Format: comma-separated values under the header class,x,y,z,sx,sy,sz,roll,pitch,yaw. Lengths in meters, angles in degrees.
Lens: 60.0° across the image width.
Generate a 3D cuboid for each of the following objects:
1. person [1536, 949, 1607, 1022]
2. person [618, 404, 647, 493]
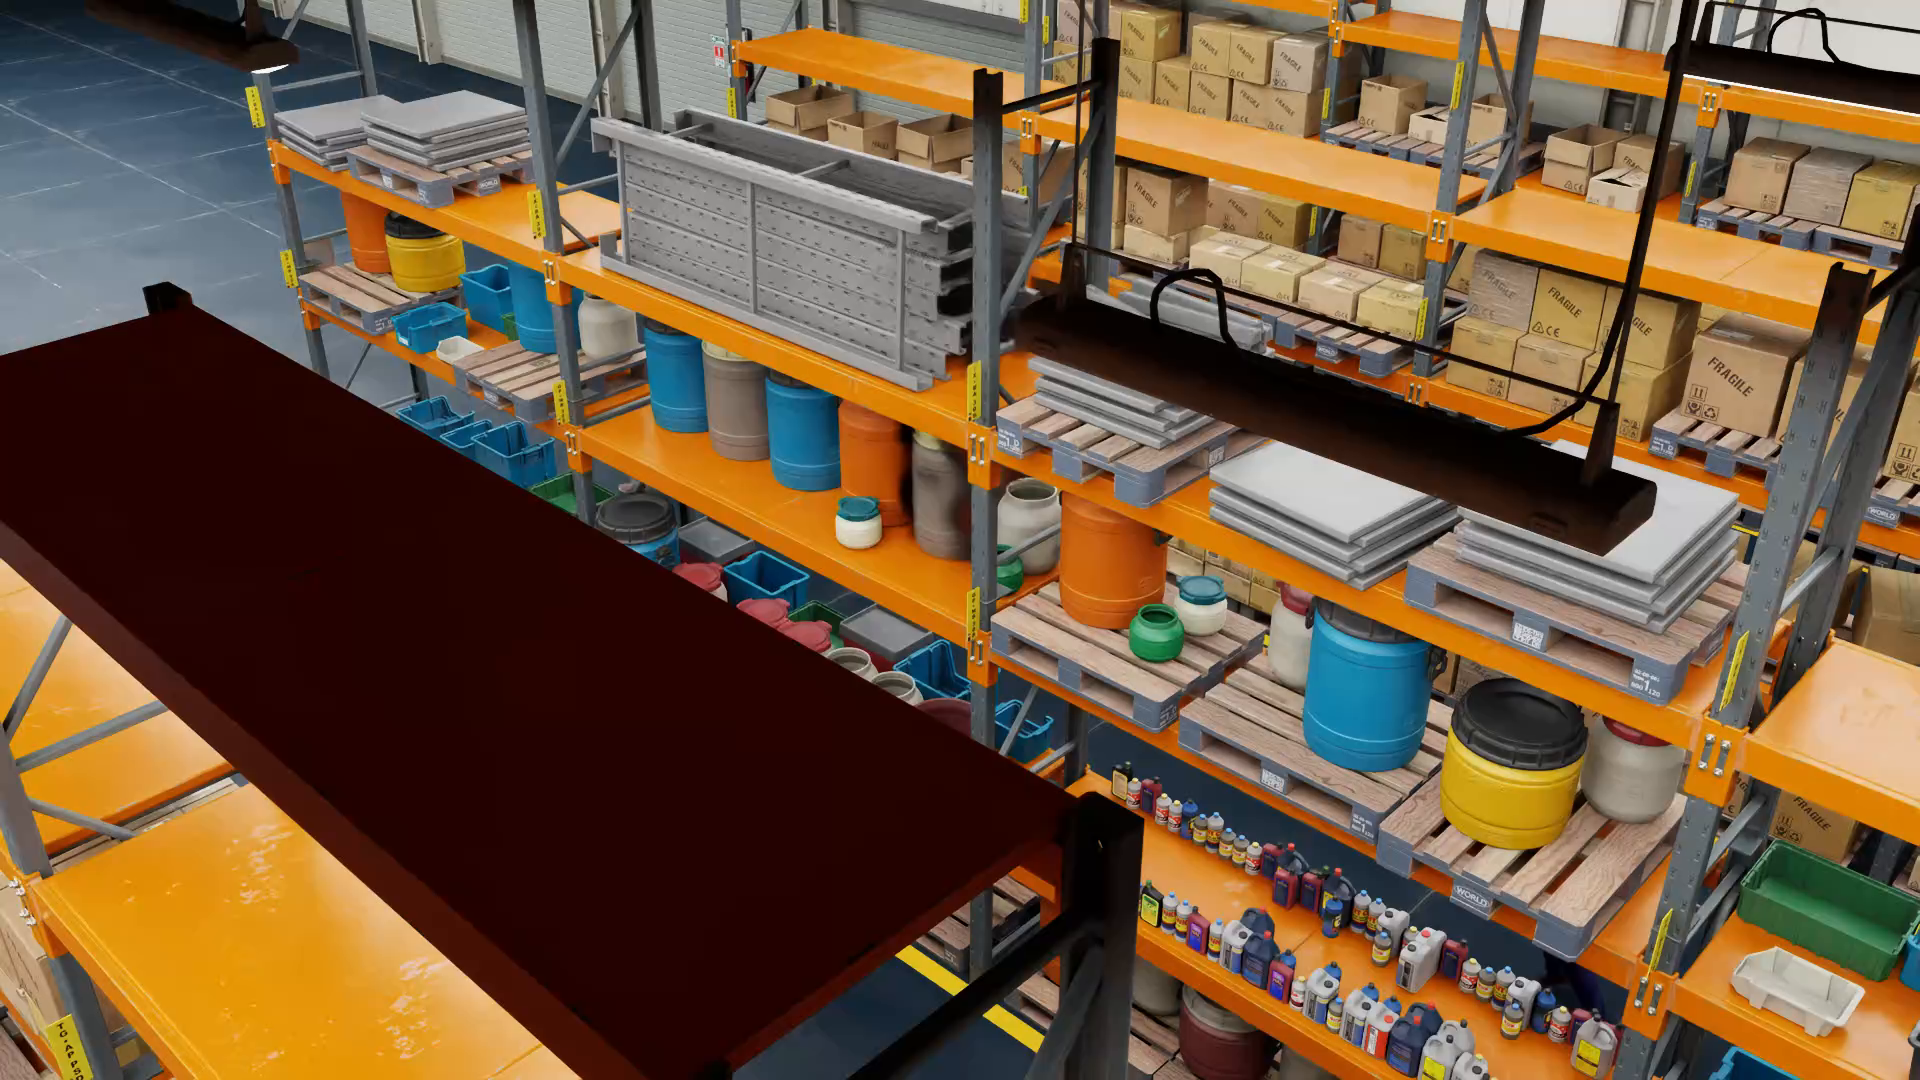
class,x,y,z,sx,sy,sz,roll,pitch,yaw
person,3.861,2.322,10.445,0.719,1.661,0.602,23,36,34
person,-3.196,-1.214,16.777,0.653,1.608,0.587,-3,30,-6
